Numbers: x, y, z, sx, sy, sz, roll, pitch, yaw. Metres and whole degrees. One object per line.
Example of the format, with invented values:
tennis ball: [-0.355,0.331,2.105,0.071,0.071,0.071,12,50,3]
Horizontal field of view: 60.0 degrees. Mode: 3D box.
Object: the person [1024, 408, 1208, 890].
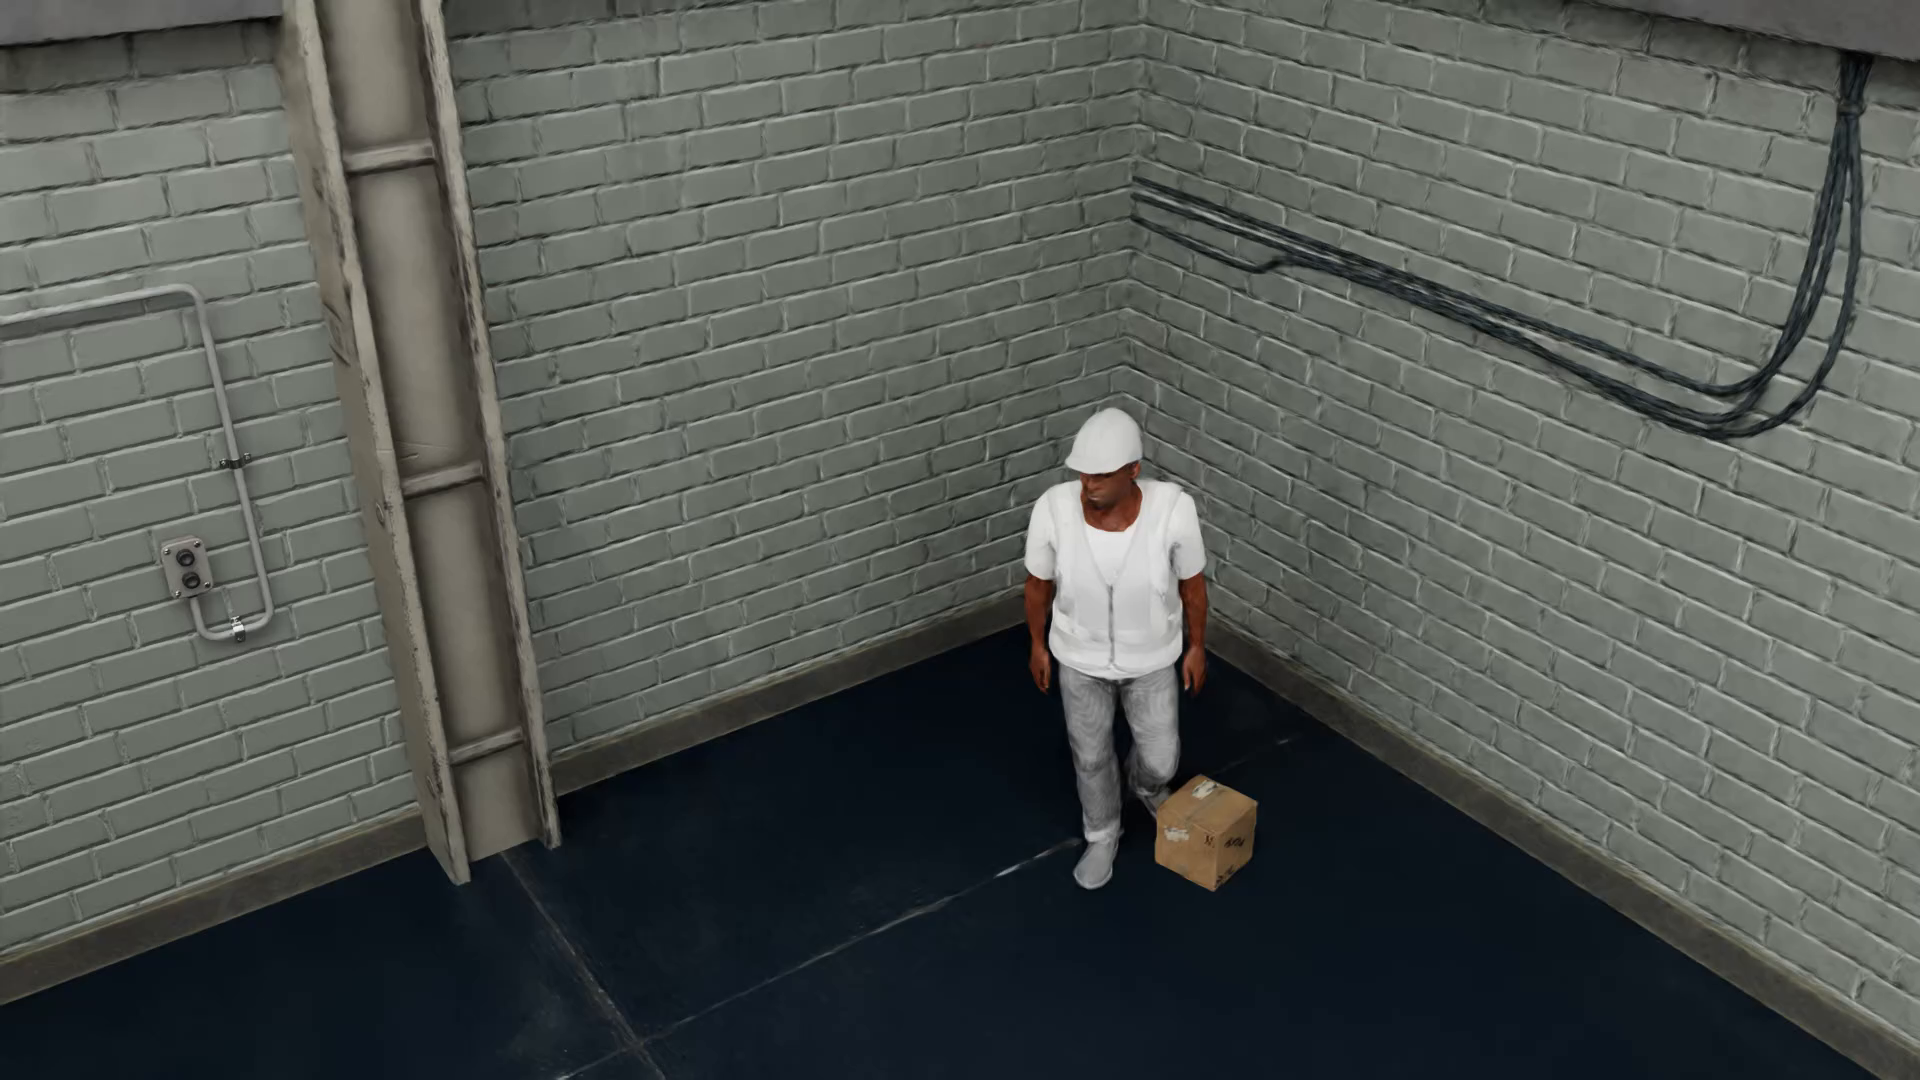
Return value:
person: [0.513,0.342,5.469,0.609,1.759,0.579,4,29,7]
